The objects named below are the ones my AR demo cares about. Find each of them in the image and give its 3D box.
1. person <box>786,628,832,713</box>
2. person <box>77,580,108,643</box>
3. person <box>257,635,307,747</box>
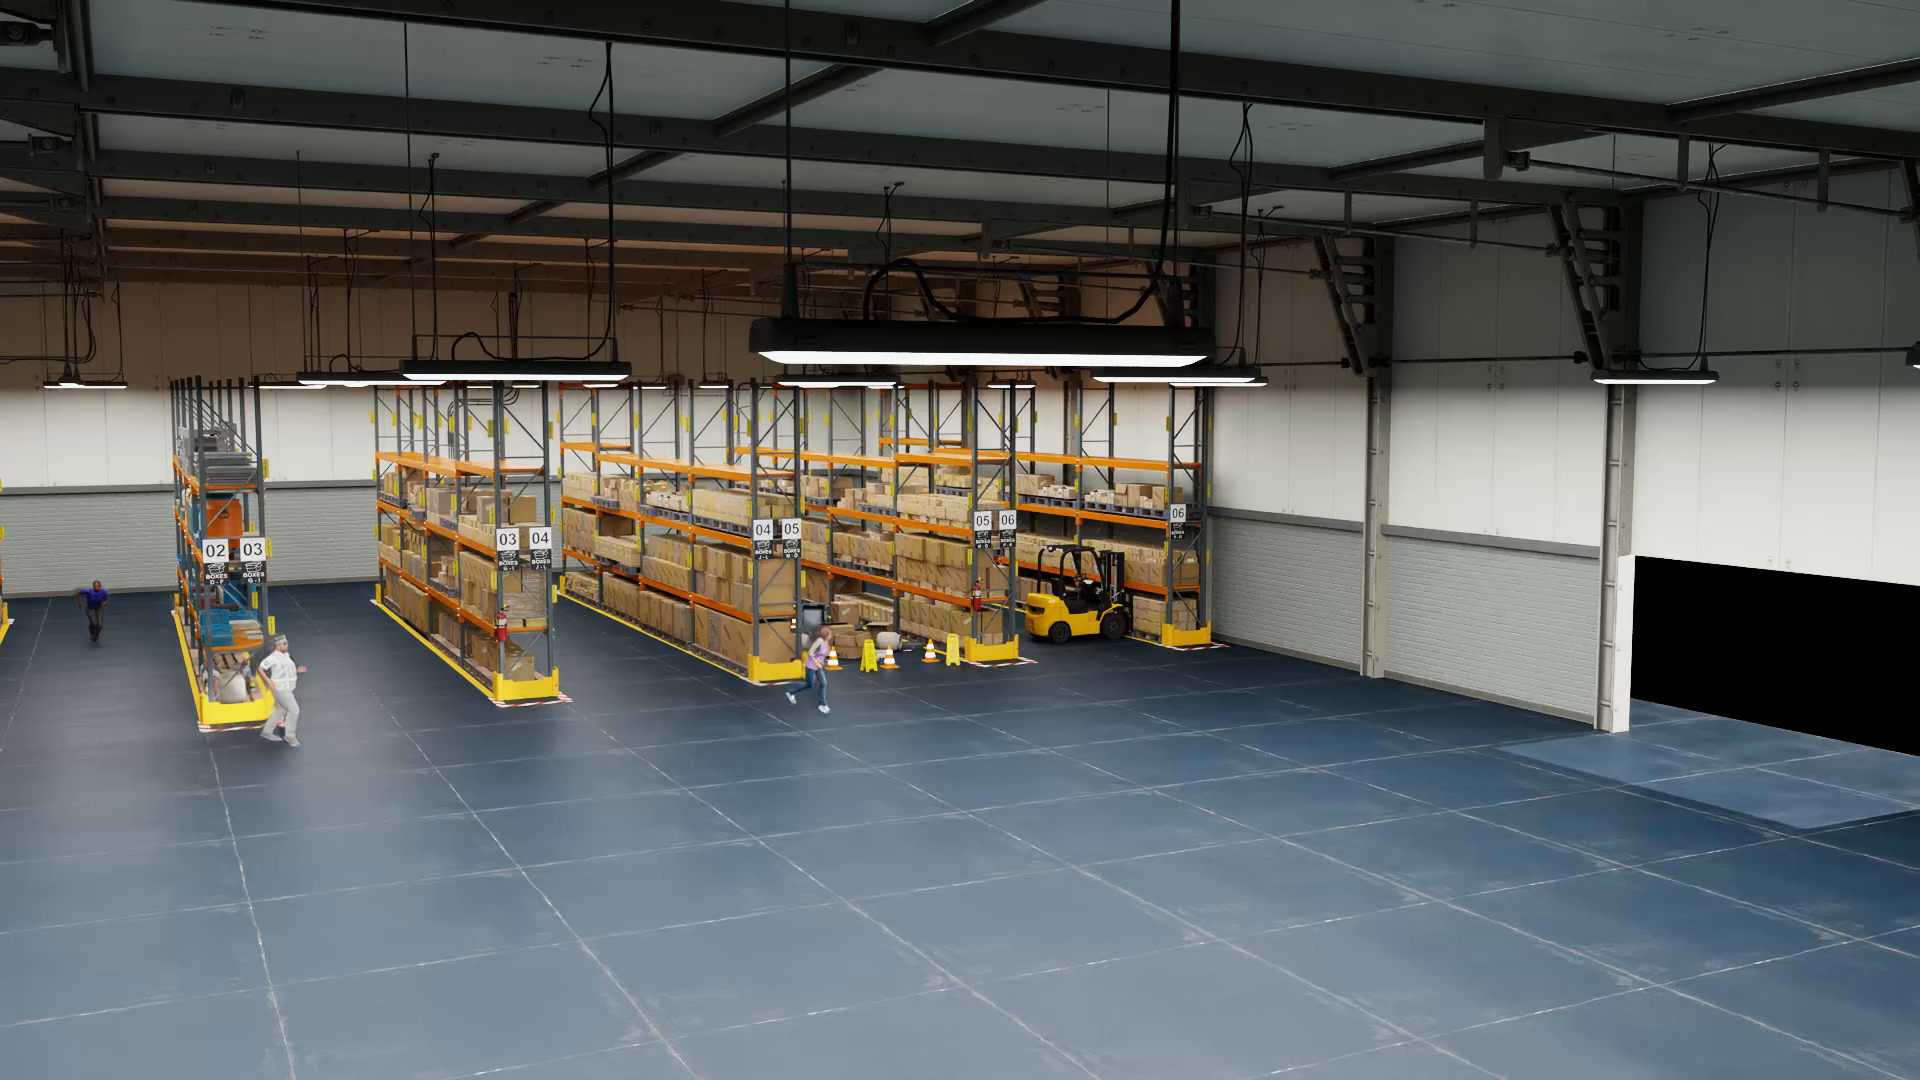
[{"bbox_3d":[-2.708,2.324,29.887,0.903,1.549,0.562,2,5,17],"label":"person"},{"bbox_3d":[-19.638,1.642,37.673,0.602,1.472,0.839,-4,7,-41],"label":"person"},{"bbox_3d":[-10.982,2.453,26.947,0.791,1.854,0.635,0,5,-5],"label":"person"}]
